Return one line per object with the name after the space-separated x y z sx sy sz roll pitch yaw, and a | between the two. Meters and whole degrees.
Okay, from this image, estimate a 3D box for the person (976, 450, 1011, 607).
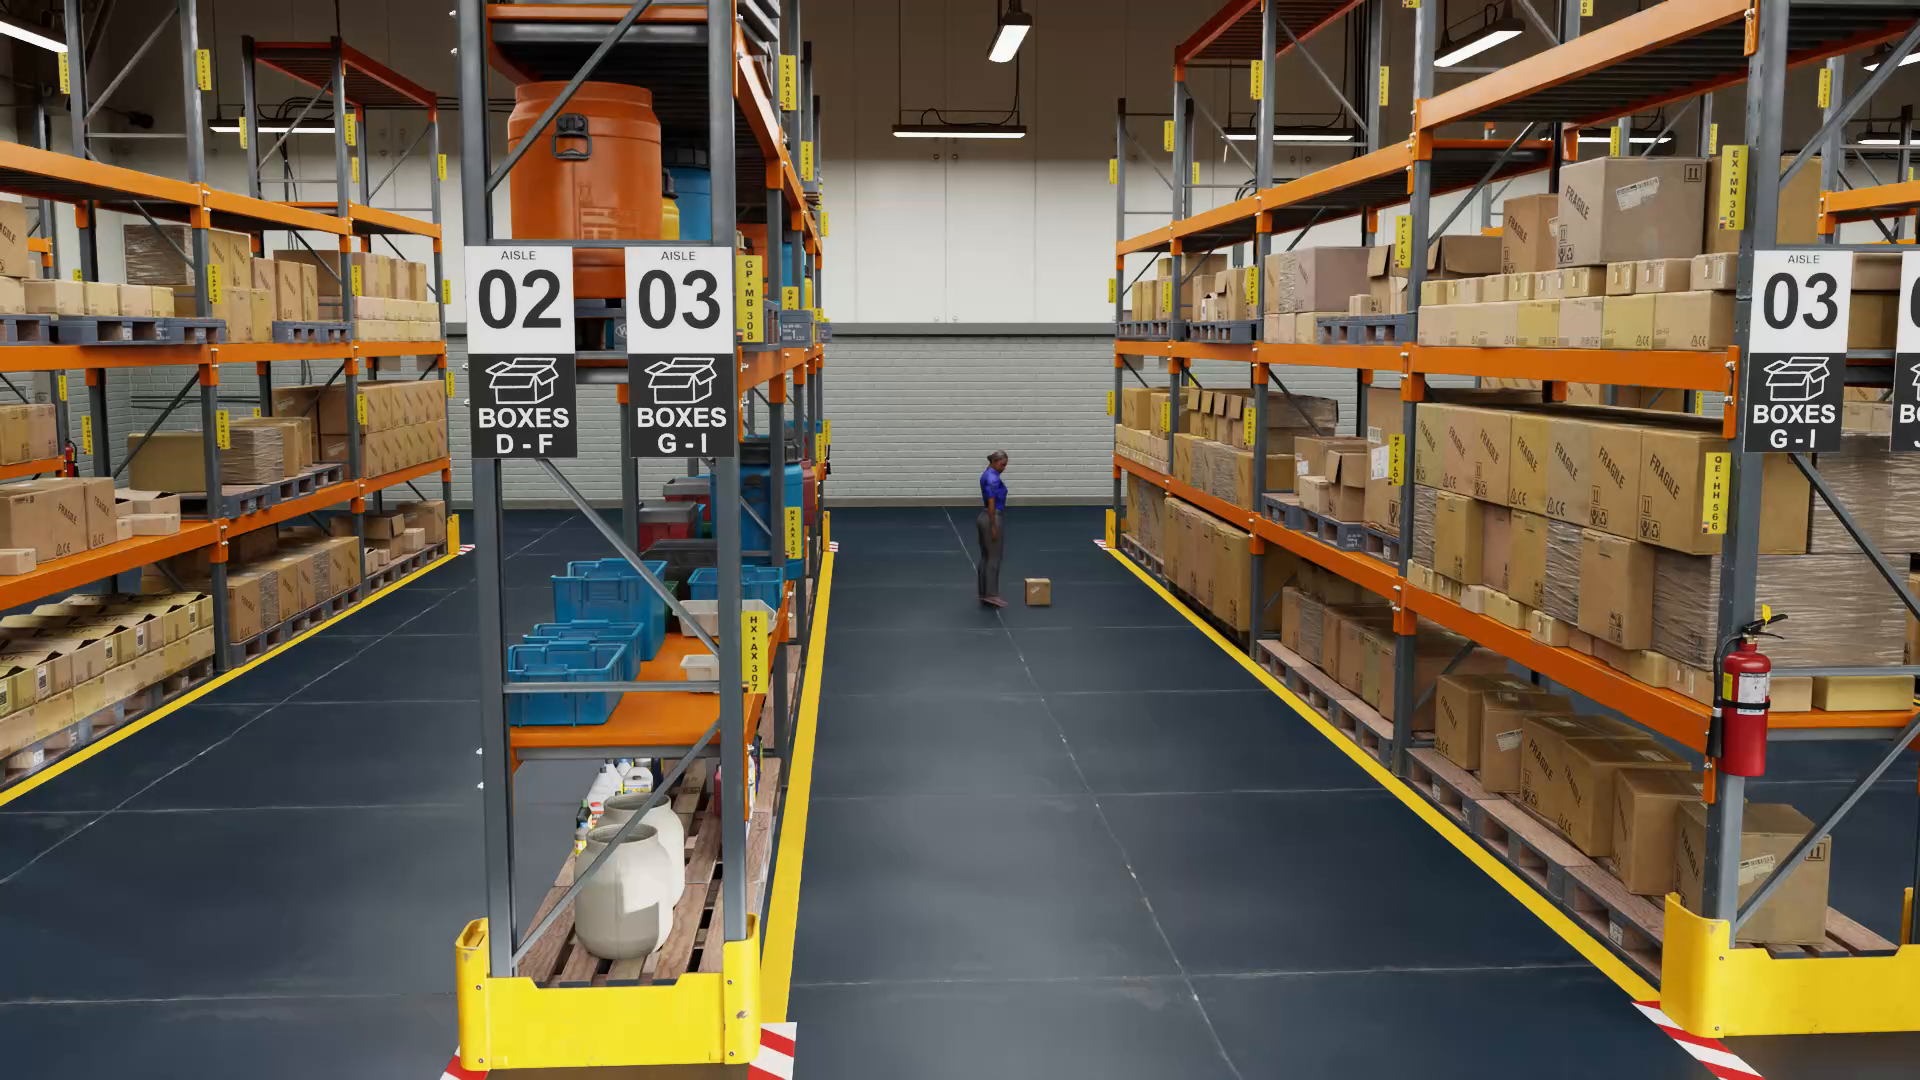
0.344 -0.134 17.890 0.324 1.669 0.548 -2 7 -14 | person
